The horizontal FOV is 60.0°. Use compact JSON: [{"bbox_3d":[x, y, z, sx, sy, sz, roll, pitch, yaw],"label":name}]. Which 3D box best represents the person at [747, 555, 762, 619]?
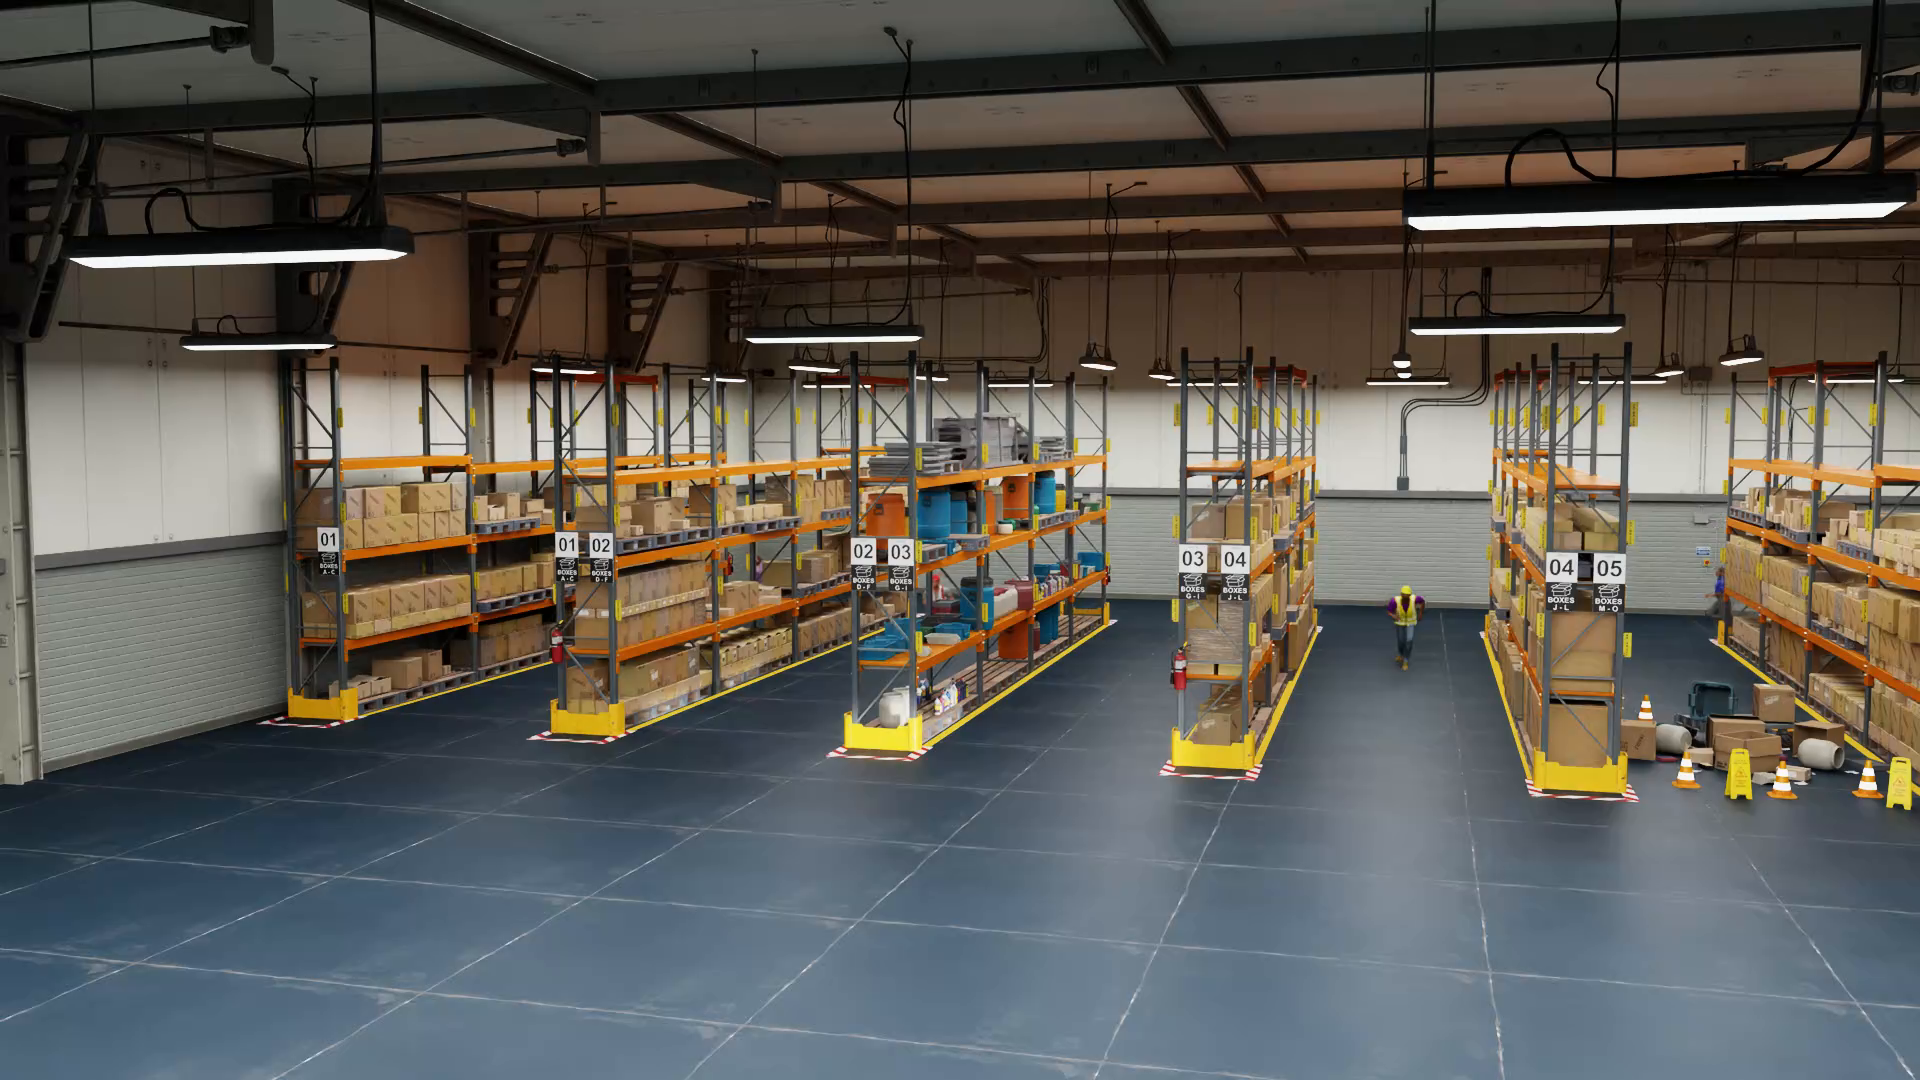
[{"bbox_3d":[-5.048,1.170,41.677,0.569,1.561,0.836,0,4,5],"label":"person"}]

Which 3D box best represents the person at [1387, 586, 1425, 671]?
[{"bbox_3d":[8.927,1.737,33.372,0.749,1.718,1.039,1,4,9],"label":"person"}]

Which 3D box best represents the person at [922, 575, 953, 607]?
[{"bbox_3d":[-0.462,1.564,35.528,0.688,1.673,0.793,0,4,7],"label":"person"}]

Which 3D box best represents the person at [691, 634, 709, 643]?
[{"bbox_3d":[-5.480,1.650,34.738,0.656,1.613,0.789,0,4,4],"label":"person"}]

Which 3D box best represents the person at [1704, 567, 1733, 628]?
[{"bbox_3d":[17.295,1.407,37.827,0.691,1.610,0.555,1,4,19],"label":"person"}]
